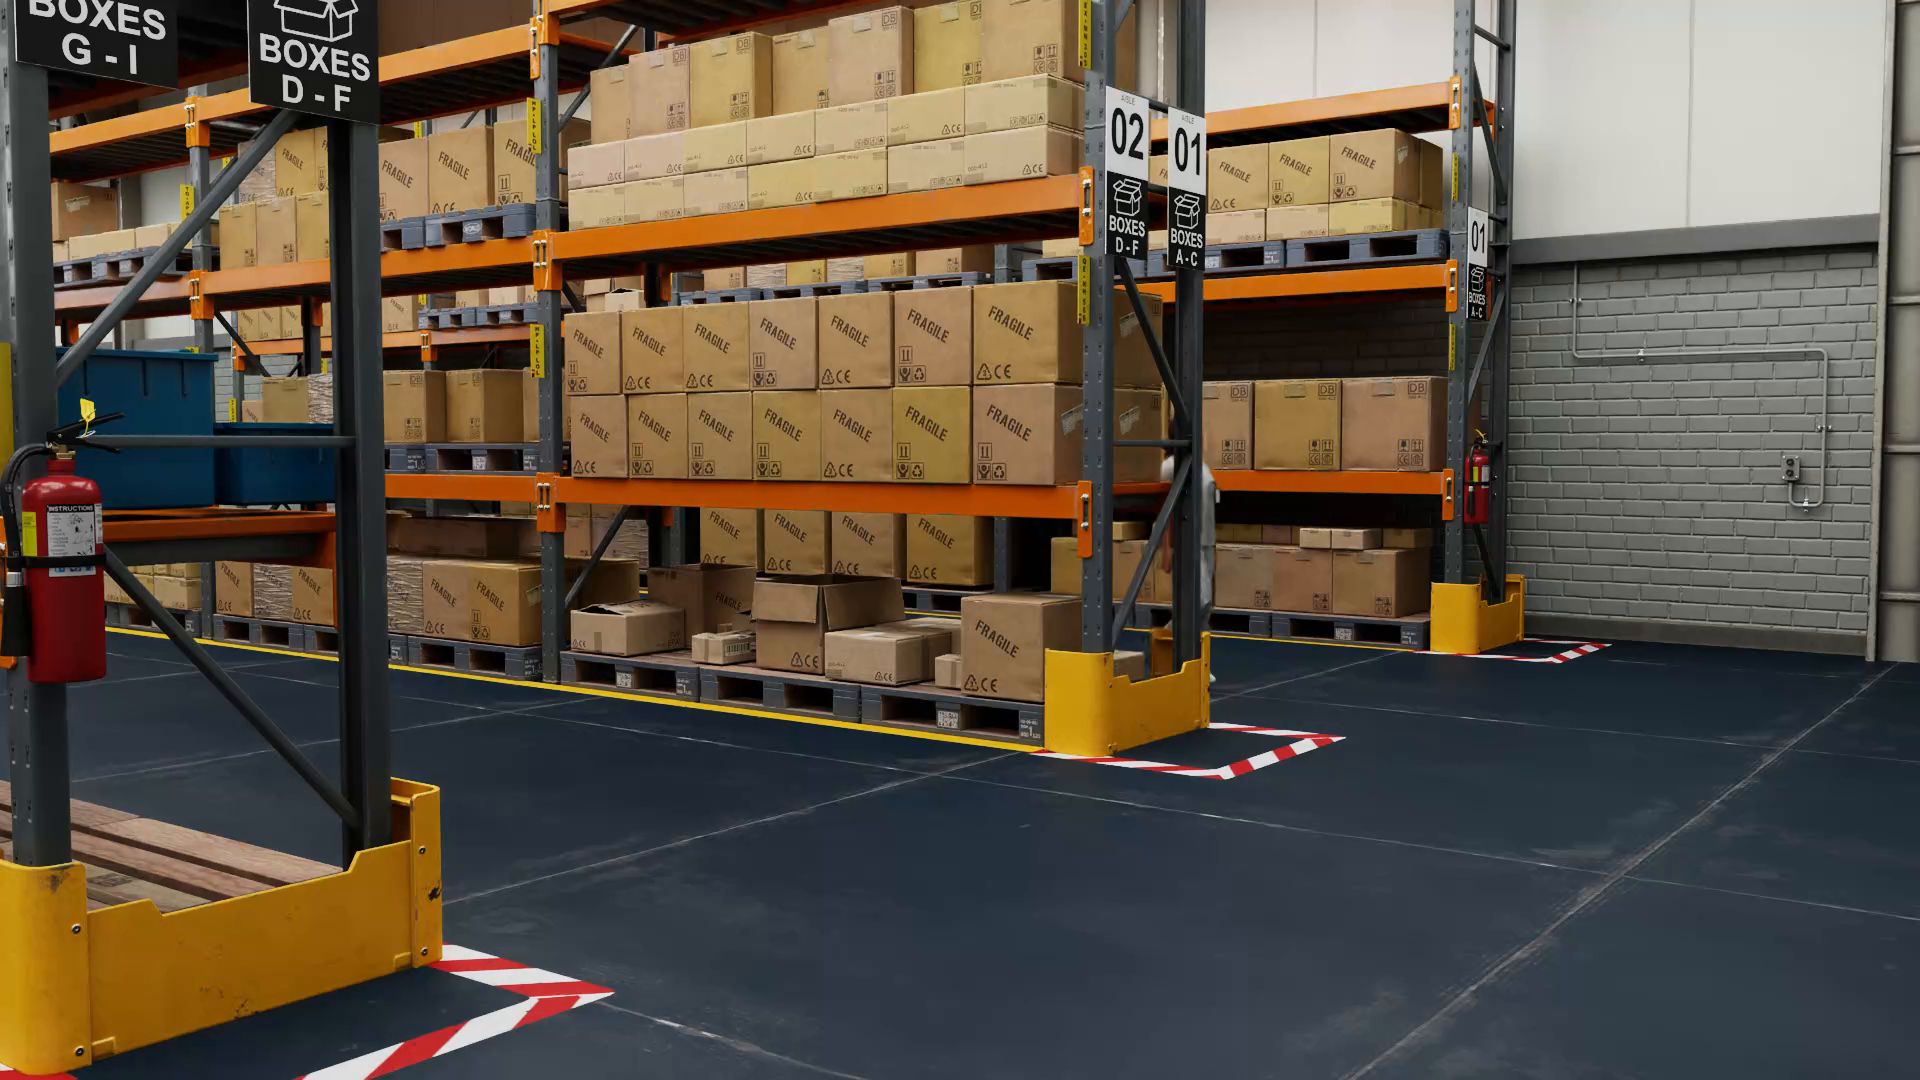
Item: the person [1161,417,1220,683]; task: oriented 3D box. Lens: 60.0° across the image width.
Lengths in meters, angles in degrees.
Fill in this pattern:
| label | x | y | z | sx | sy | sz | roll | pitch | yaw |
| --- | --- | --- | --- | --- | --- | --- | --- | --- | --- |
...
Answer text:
| label | x | y | z | sx | sy | sz | roll | pitch | yaw |
| --- | --- | --- | --- | --- | --- | --- | --- | --- | --- |
| person | 1.423 | 0.055 | 10.192 | 0.464 | 1.667 | 0.458 | 3 | 5 | 44 |
